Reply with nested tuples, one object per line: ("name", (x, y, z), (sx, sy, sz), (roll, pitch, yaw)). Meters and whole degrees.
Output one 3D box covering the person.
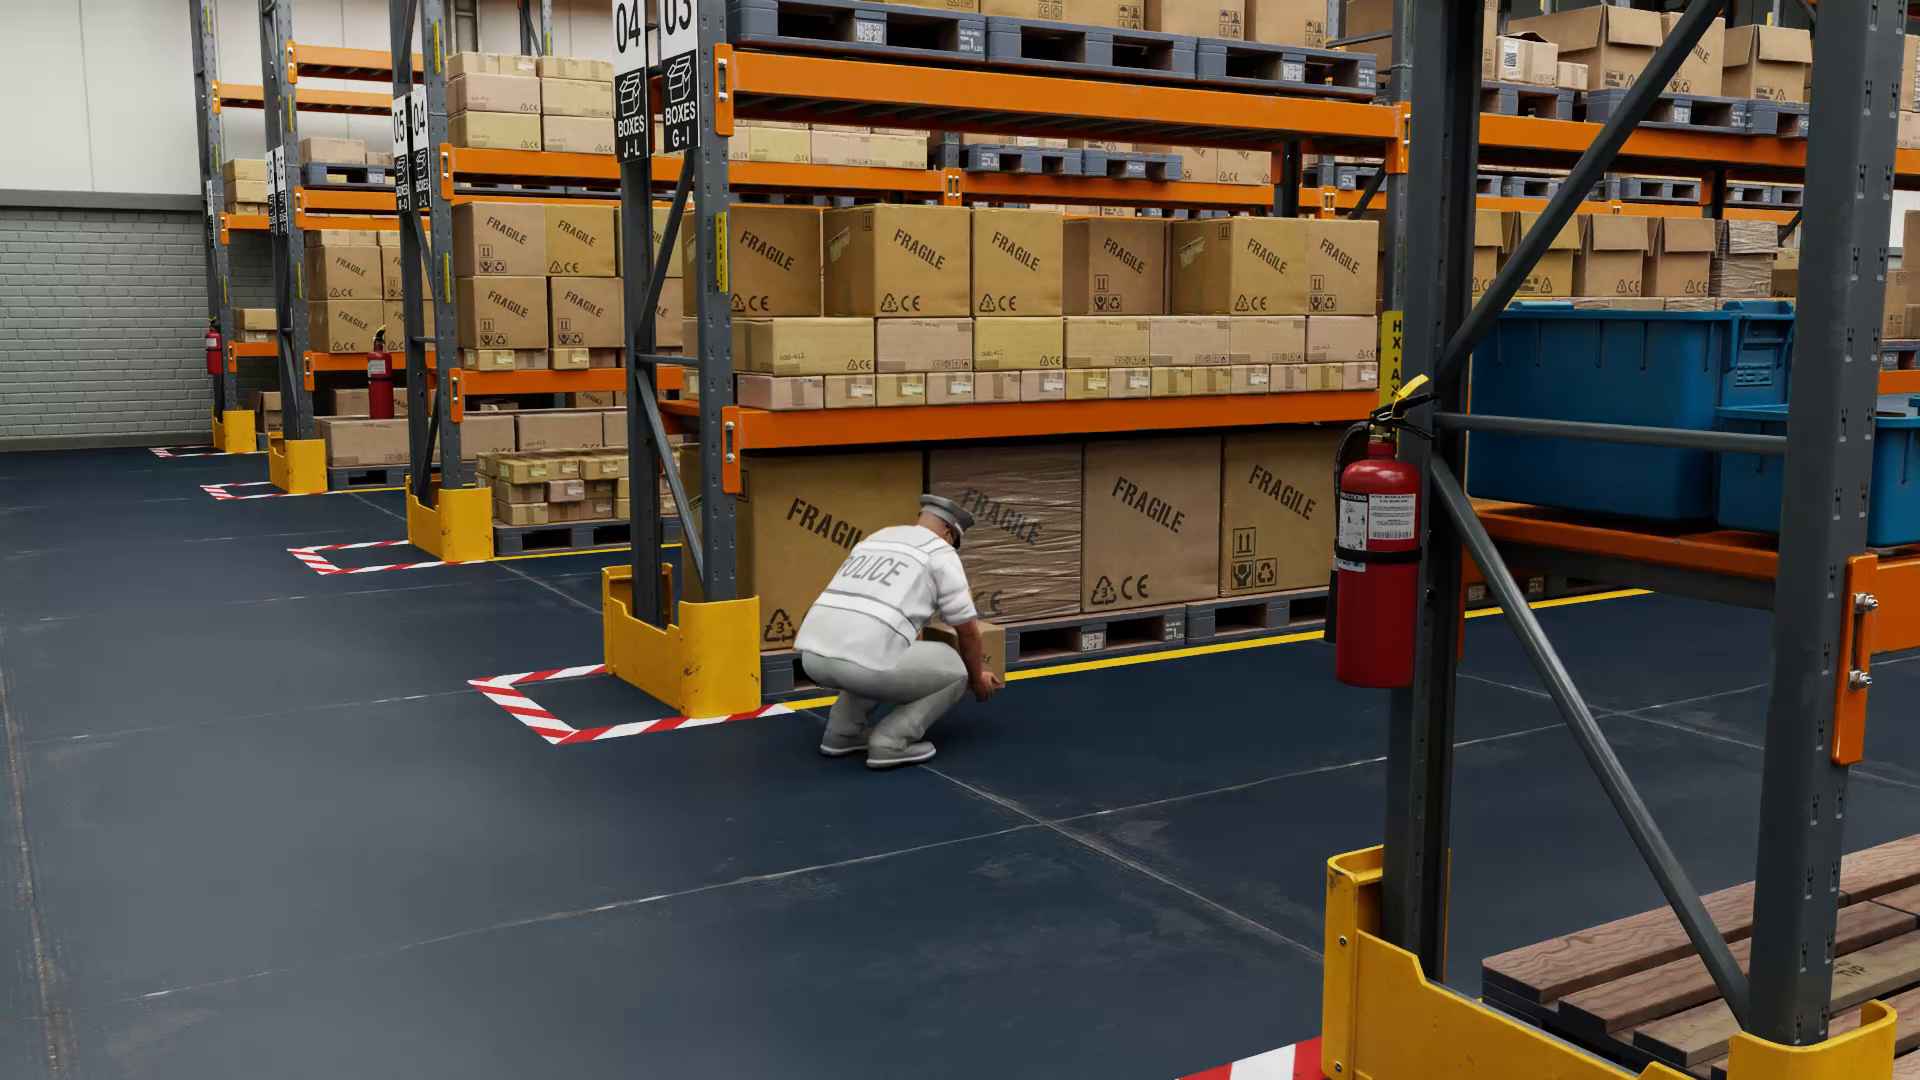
("person", (-0.239, 0.344, 6.583), (0.562, 1.001, 0.926), (8, 11, 44))
